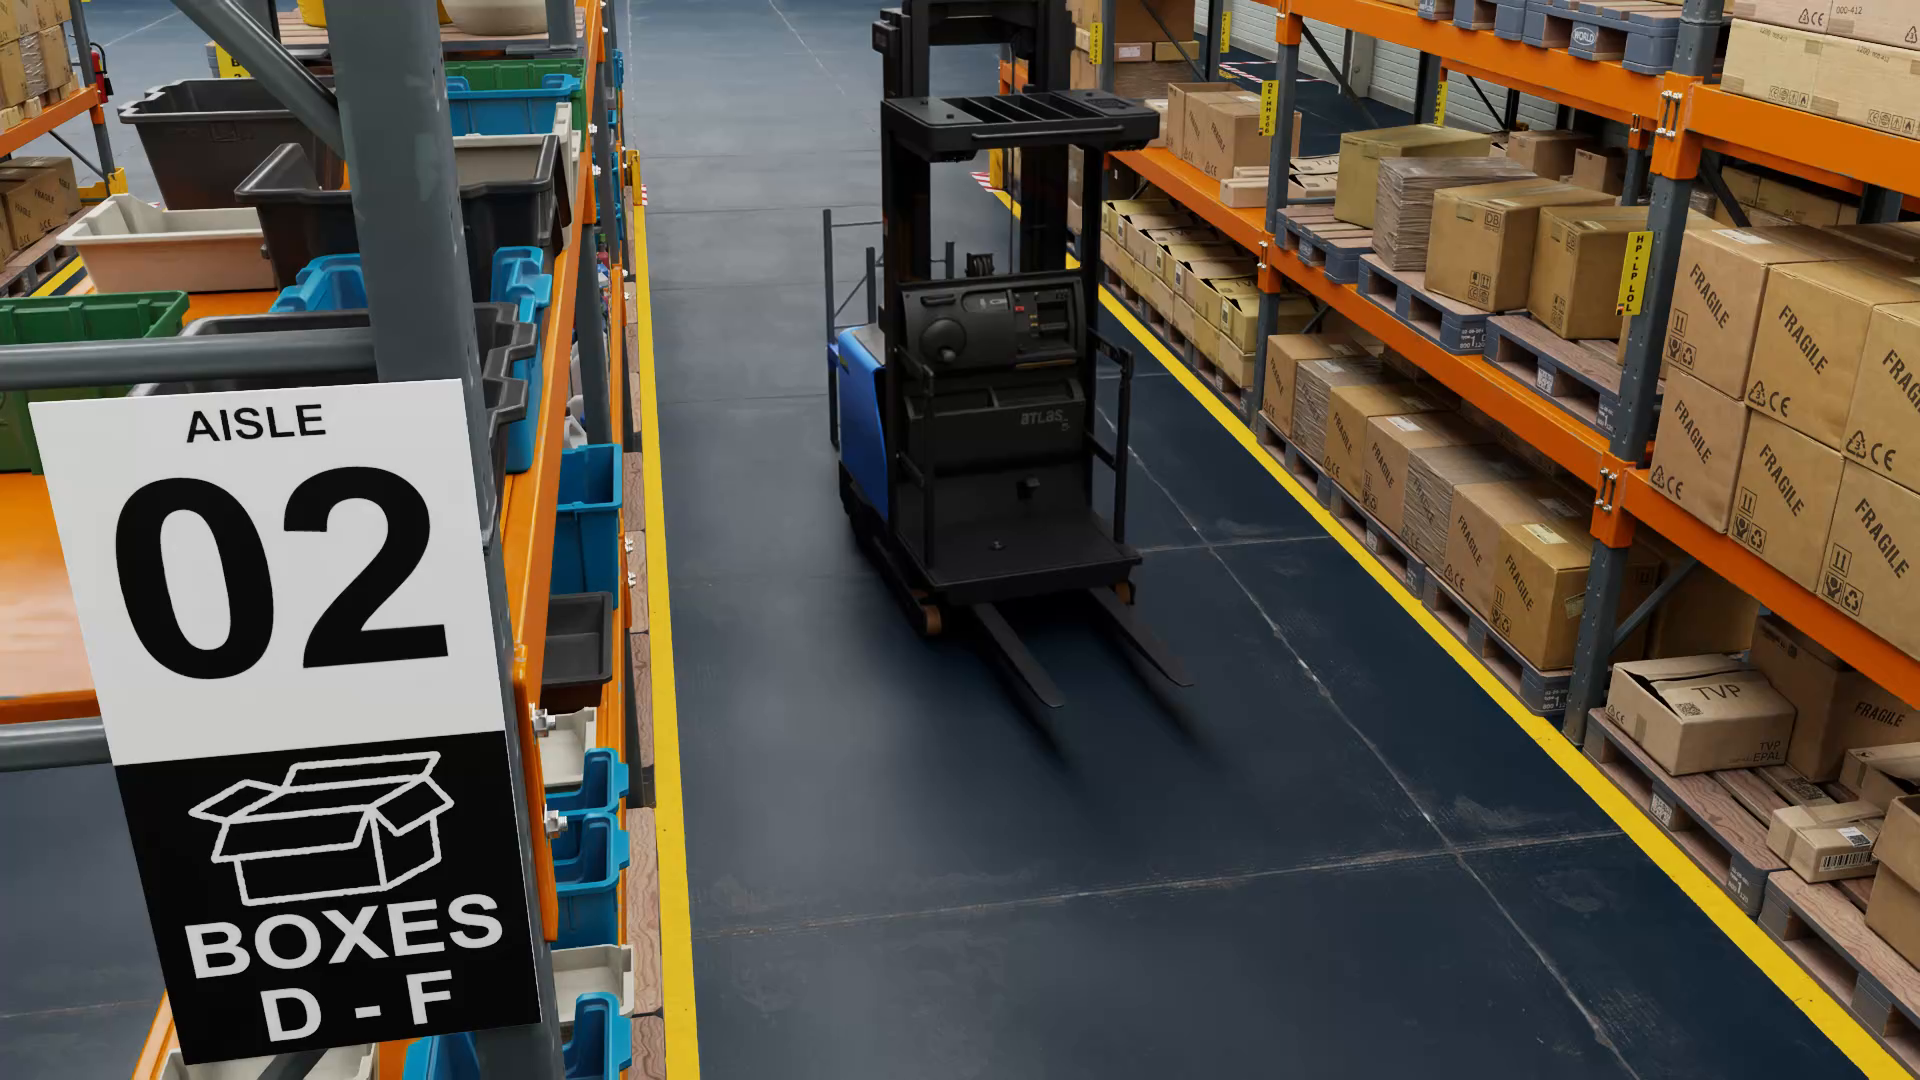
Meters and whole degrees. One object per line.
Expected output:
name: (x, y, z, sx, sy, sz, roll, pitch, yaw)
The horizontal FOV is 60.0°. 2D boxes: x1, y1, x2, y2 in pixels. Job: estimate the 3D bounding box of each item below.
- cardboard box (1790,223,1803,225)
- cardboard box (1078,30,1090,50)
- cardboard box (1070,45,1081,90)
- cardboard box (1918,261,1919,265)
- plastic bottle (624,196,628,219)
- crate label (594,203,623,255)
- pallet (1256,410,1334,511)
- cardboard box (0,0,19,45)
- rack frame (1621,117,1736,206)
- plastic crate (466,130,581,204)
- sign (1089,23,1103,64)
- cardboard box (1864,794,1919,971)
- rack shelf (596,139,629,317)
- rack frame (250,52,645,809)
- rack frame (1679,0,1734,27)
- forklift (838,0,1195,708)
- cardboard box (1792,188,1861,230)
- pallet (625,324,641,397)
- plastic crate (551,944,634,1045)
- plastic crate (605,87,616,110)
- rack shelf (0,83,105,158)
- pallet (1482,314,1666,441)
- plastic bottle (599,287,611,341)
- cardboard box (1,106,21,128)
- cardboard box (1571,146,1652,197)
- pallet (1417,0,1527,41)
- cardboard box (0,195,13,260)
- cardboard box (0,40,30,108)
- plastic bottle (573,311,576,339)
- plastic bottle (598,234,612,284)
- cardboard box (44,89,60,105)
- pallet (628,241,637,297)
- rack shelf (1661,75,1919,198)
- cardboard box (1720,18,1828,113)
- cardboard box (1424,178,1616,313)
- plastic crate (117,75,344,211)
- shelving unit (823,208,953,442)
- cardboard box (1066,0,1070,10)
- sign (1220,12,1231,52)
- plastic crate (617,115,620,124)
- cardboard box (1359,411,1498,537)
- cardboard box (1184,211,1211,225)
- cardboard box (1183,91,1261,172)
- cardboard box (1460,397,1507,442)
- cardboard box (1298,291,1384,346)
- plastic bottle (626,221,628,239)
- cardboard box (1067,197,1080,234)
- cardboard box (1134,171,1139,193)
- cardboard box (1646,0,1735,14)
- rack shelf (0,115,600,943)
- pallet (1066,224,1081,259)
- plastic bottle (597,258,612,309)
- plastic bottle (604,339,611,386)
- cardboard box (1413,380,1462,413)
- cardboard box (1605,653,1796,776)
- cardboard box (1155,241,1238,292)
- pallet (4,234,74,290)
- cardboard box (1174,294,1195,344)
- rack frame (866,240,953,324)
cardboard box: (6.984, -2.217, 13.152, 0.700, 0.500, 0.500, -4, 24, -10)
cardboard box: (1.257, -4.420, 14.687, 0.380, 0.149, 0.250, -4, 24, -10)
cardboard box: (1.380, -4.307, 15.239, 0.700, 0.500, 0.500, -4, 24, -9)
cardboard box: (3.586, -0.659, 5.636, 0.500, 0.500, 0.500, -5, 24, -11)
plastic bottle: (-3.137, -3.113, 15.474, 0.061, 0.283, 0.133, -4, 24, -8)
crate label: (-2.177, -1.861, 9.972, 0.303, 0.233, 0.416, -4, 24, -10)
pallet: (2.502, -0.535, 10.210, 1.003, 0.211, 1.213, -4, 24, -10)
cardboard box: (-8.197, -4.376, 13.776, 0.500, 0.500, 0.500, -4, 24, -10)
rack frame: (6.529, -4.050, 14.776, 1.000, 3.000, 0.127, -4, 24, -10)
plastic crate: (-1.119, -0.952, 4.264, 0.293, 0.136, 0.466, -4, 24, -10)
sign: (1.116, -4.074, 13.649, 0.100, 0.325, 0.005, -4, 24, -10)
cardboard box: (3.493, 1.145, 5.449, 0.797, 0.503, 0.637, -4, 24, -10)
rack shelf: (-2.837, -2.201, 11.440, 1.077, 0.370, 4.000, -4, 24, -10)
rack frame: (-1.728, -0.171, 5.893, 1.000, 3.000, 0.127, -4, 24, -10)
rack frame: (3.141, -3.285, 5.528, 1.000, 3.000, 0.127, -4, 24, -10)
forklift: (0.241, -1.045, 7.980, 1.130, 2.935, 3.031, -7, 25, -16)
cardboard box: (6.941, -2.587, 13.062, 0.500, 0.250, 0.500, -4, 24, -10)
pallet: (-2.795, -1.252, 11.854, 1.003, 0.211, 1.213, -4, 24, -10)
plastic crate: (-0.814, 0.976, 3.523, 0.250, 0.136, 0.298, -4, 24, -10)
plastic crate: (-2.817, -3.179, 12.700, 0.402, 0.464, 0.583, -4, 24, -10)
rack shelf: (-8.444, -3.408, 14.203, 1.077, 0.370, 4.000, -4, 24, -10)
pallet: (3.100, -0.770, 7.505, 1.003, 0.211, 1.213, -4, 24, -10)
plastic bottle: (-1.762, -1.113, 8.197, 0.061, 0.283, 0.133, -4, 24, -10)
cardboard box: (-8.109, -3.531, 13.902, 0.380, 0.149, 0.250, -4, 24, -10)
cardboard box: (6.298, -3.512, 16.117, 0.500, 0.500, 0.500, -6, 24, -14)
pallet: (2.894, -2.494, 7.699, 1.213, 0.211, 1.003, -4, 24, -10)
cardboard box: (-8.415, -2.621, 14.102, 0.500, 0.500, 0.500, -6, 24, -14)
cardboard box: (-8.398, -3.903, 13.941, 0.875, 0.500, 0.500, -4, 24, -10)
plastic bottle: (-1.870, -1.030, 8.006, 0.061, 0.283, 0.133, -4, 24, -10)
plastic bottle: (-1.973, -1.563, 9.226, 0.061, 0.283, 0.133, -4, 24, -10)
cardboard box: (-8.385, -4.020, 15.020, 0.380, 0.149, 0.250, -4, 24, -10)
pallet: (-3.290, -2.307, 14.268, 1.003, 0.211, 1.213, -4, 24, -10)
rack shelf: (3.511, -0.794, 4.471, 1.077, 0.370, 4.000, -4, 24, -10)
cardboard box: (2.988, -1.632, 5.678, 0.500, 0.250, 0.500, -4, 24, -10)
cardboard box: (2.753, -1.464, 8.205, 0.700, 0.500, 0.500, -11, 26, -23)
plastic crate: (-1.768, -0.976, 4.153, 0.497, 0.269, 0.590, -4, 24, -10)
shelving unit: (-0.436, -1.159, 10.031, 0.538, 1.500, 1.048, -7, 25, -16)
cardboard box: (1.295, -5.089, 15.408, 0.700, 0.500, 0.500, -4, 24, -10)
sign: (2.193, -4.221, 13.818, 0.100, 0.325, 0.005, -4, 24, -10)
plastic crate: (-3.179, -3.504, 13.603, 0.767, 0.338, 0.504, -4, 24, -10)
cardboard box: (2.496, -0.357, 8.893, 0.500, 0.500, 0.500, -5, 24, -12)
cardboard box: (2.121, -2.529, 13.504, 0.500, 0.311, 0.500, -4, 24, -8)
cardboard box: (1.978, -3.021, 12.294, 0.500, 0.500, 0.500, -4, 24, -10)
cardboard box: (3.013, -0.734, 8.820, 0.500, 0.250, 0.500, -5, 24, -11)
cardboard box: (2.593, -1.526, 11.207, 0.500, 0.311, 0.500, -4, 24, -8)
plastic bottle: (-2.973, -2.765, 14.676, 0.061, 0.283, 0.133, -3, 24, -7)
cardboard box: (1.278, -2.978, 15.232, 0.500, 0.250, 0.500, -4, 24, -10)
cardboard box: (1.783, -3.360, 15.169, 0.500, 0.500, 0.500, -4, 24, -10)
cardboard box: (3.120, -2.398, 6.470, 0.600, 0.600, 0.600, -7, 24, -15)
rack shelf: (-1.358, -0.429, 3.635, 1.077, 0.370, 4.000, -4, 24, -10)
pallet: (1.556, -2.720, 15.215, 1.003, 0.211, 1.213, -4, 24, -10)
plastic bottle: (-1.891, -1.343, 8.739, 0.097, 0.271, 0.097, 0, 24, 0)
plastic bottle: (-1.648, -0.825, 7.552, 0.097, 0.271, 0.097, 0, 24, 0)
cardboard box: (2.900, -0.611, 9.475, 0.500, 0.500, 0.500, -5, 24, -12)
cardboard box: (3.006, 0.676, 6.764, 0.500, 0.311, 0.500, -4, 24, -10)
cardboard box: (1.779, -2.086, 12.489, 0.500, 0.311, 0.500, -4, 24, -8)
pallet: (-8.463, -2.415, 14.516, 1.003, 0.211, 1.213, -4, 24, -10)
cardboard box: (1.875, -1.631, 12.147, 0.500, 0.250, 0.500, -4, 24, -9)
rack frame: (-0.279, -0.966, 9.587, 0.500, 1.500, 0.032, -7, 25, -16)
